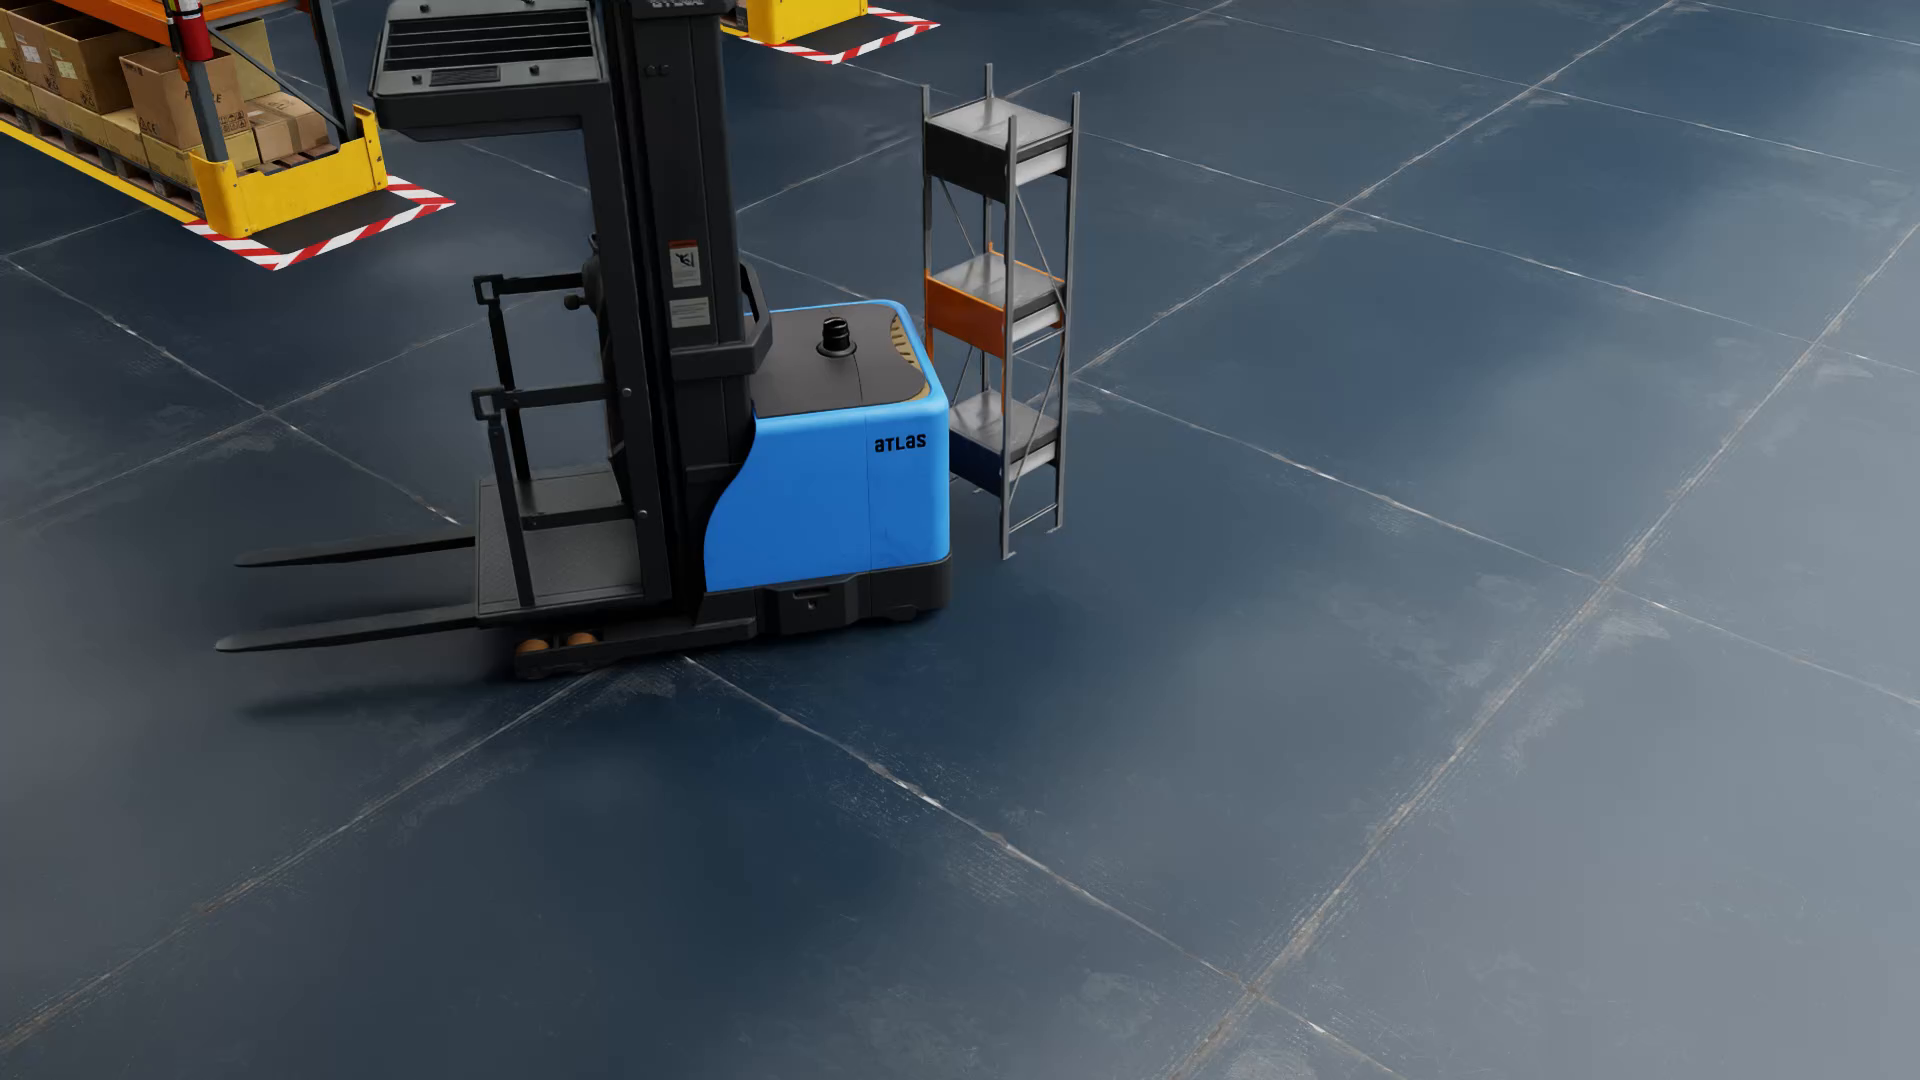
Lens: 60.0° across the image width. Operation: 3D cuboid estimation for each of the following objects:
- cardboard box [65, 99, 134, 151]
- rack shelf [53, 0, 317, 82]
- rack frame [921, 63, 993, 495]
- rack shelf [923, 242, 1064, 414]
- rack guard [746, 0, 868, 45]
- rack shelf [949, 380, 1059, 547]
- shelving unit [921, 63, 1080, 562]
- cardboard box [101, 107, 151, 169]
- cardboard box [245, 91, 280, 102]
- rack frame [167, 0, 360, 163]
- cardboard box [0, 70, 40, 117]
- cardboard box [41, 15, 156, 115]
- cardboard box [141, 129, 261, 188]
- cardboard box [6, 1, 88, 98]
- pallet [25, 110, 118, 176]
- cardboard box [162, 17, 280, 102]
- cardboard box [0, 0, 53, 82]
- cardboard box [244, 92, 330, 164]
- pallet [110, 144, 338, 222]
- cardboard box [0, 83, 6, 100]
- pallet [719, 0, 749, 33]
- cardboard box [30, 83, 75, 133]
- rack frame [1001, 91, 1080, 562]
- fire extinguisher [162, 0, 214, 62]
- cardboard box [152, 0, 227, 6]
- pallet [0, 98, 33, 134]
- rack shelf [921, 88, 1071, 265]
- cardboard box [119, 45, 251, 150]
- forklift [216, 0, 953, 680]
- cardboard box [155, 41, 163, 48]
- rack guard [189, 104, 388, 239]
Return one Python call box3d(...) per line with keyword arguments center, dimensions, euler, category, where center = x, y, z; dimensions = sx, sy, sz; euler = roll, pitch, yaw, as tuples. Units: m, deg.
box3d(center=(-5.741, -2.914, 11.401), dimensions=(0.500, 0.250, 0.500), euler=(25, 42, 32), category="cardboard box")
box3d(center=(-5.899, -3.880, 11.386), dimensions=(4.000, 0.370, 1.077), euler=(25, 42, 32), category="rack shelf")
box3d(center=(-0.011, -1.043, 7.415), dimensions=(0.400, 2.100, 0.015), euler=(-29, 44, -36), category="rack frame")
box3d(center=(0.161, -0.934, 7.280), dimensions=(0.431, 0.518, 0.480), euler=(-29, 44, -36), category="rack shelf")
box3d(center=(-1.279, -4.582, 13.981), dimensions=(0.348, 0.500, 1.175), euler=(25, 42, 32), category="rack guard")
box3d(center=(0.161, -0.357, 7.676), dimensions=(0.431, 0.518, 0.480), euler=(-29, 44, -36), category="rack shelf")
box3d(center=(0.161, -0.945, 7.272), dimensions=(0.431, 2.100, 0.503), euler=(-29, 44, -36), category="shelving unit")
box3d(center=(-5.356, -2.733, 11.138), dimensions=(0.500, 0.250, 0.500), euler=(25, 42, 32), category="cardboard box")
box3d(center=(-5.019, -2.962, 11.472), dimensions=(0.500, 0.250, 0.500), euler=(25, 42, 32), category="cardboard box")
box3d(center=(-4.362, -3.452, 10.127), dimensions=(0.127, 3.000, 1.000), euler=(25, 42, 32), category="rack frame")
box3d(center=(-6.512, -3.274, 11.926), dimensions=(0.500, 0.250, 0.500), euler=(25, 42, 32), category="cardboard box")
box3d(center=(-5.743, -3.221, 11.187), dimensions=(0.500, 0.500, 0.500), euler=(25, 42, 32), category="cardboard box")
box3d(center=(-4.964, -2.557, 10.882), dimensions=(0.500, 0.250, 0.500), euler=(25, 42, 32), category="cardboard box")
box3d(center=(-6.126, -3.403, 11.451), dimensions=(0.500, 0.500, 0.500), euler=(25, 42, 32), category="cardboard box")
box3d(center=(-5.910, -3.003, 11.937), dimensions=(1.213, 0.211, 1.003), euler=(25, 42, 32), category="pallet")
box3d(center=(-5.018, -3.272, 11.260), dimensions=(0.500, 0.500, 0.500), euler=(25, 42, 32), category="cardboard box")
box3d(center=(-6.512, -3.583, 11.714), dimensions=(0.500, 0.500, 0.500), euler=(25, 42, 32), category="cardboard box")
box3d(center=(-4.632, -2.783, 11.210), dimensions=(0.500, 0.250, 0.500), euler=(25, 42, 32), category="cardboard box")
box3d(center=(-4.977, -2.561, 11.293), dimensions=(1.213, 0.211, 1.003), euler=(25, 42, 32), category="pallet")
box3d(center=(-6.893, -3.457, 12.193), dimensions=(0.500, 0.250, 0.500), euler=(25, 42, 32), category="cardboard box")
box3d(center=(-1.900, -4.760, 14.495), dimensions=(1.213, 0.211, 1.003), euler=(25, 42, 32), category="pallet")
box3d(center=(-6.124, -3.096, 11.666), dimensions=(0.500, 0.250, 0.500), euler=(25, 42, 32), category="cardboard box")
box3d(center=(0.333, -0.847, 7.129), dimensions=(0.400, 2.100, 0.015), euler=(-29, 44, -36), category="rack frame")
box3d(center=(-4.569, -3.175, 9.792), dimensions=(0.183, 0.674, 0.296), euler=(25, 42, 32), category="fire extinguisher")
box3d(center=(-4.713, -3.668, 10.353), dimensions=(0.500, 0.500, 0.700), euler=(25, 42, 32), category="cardboard box")
box3d(center=(-6.852, -3.445, 12.580), dimensions=(1.213, 0.211, 1.003), euler=(25, 42, 32), category="pallet")
box3d(center=(0.161, -1.511, 6.883), dimensions=(0.431, 0.518, 0.480), euler=(-29, 44, -36), category="rack shelf")
box3d(center=(-4.965, -2.866, 10.669), dimensions=(0.500, 0.500, 0.500), euler=(25, 42, 32), category="cardboard box")
box3d(center=(-1.605, -0.958, 6.556), dimensions=(3.031, 2.935, 1.130), euler=(-8, 35, -11), category="forklift")
box3d(center=(-5.410, -3.448, 11.516), dimensions=(0.500, 0.500, 0.500), euler=(25, 42, 32), category="cardboard box")
box3d(center=(-4.344, -2.413, 10.822), dimensions=(0.348, 0.500, 1.175), euler=(25, 42, 32), category="rack guard")
